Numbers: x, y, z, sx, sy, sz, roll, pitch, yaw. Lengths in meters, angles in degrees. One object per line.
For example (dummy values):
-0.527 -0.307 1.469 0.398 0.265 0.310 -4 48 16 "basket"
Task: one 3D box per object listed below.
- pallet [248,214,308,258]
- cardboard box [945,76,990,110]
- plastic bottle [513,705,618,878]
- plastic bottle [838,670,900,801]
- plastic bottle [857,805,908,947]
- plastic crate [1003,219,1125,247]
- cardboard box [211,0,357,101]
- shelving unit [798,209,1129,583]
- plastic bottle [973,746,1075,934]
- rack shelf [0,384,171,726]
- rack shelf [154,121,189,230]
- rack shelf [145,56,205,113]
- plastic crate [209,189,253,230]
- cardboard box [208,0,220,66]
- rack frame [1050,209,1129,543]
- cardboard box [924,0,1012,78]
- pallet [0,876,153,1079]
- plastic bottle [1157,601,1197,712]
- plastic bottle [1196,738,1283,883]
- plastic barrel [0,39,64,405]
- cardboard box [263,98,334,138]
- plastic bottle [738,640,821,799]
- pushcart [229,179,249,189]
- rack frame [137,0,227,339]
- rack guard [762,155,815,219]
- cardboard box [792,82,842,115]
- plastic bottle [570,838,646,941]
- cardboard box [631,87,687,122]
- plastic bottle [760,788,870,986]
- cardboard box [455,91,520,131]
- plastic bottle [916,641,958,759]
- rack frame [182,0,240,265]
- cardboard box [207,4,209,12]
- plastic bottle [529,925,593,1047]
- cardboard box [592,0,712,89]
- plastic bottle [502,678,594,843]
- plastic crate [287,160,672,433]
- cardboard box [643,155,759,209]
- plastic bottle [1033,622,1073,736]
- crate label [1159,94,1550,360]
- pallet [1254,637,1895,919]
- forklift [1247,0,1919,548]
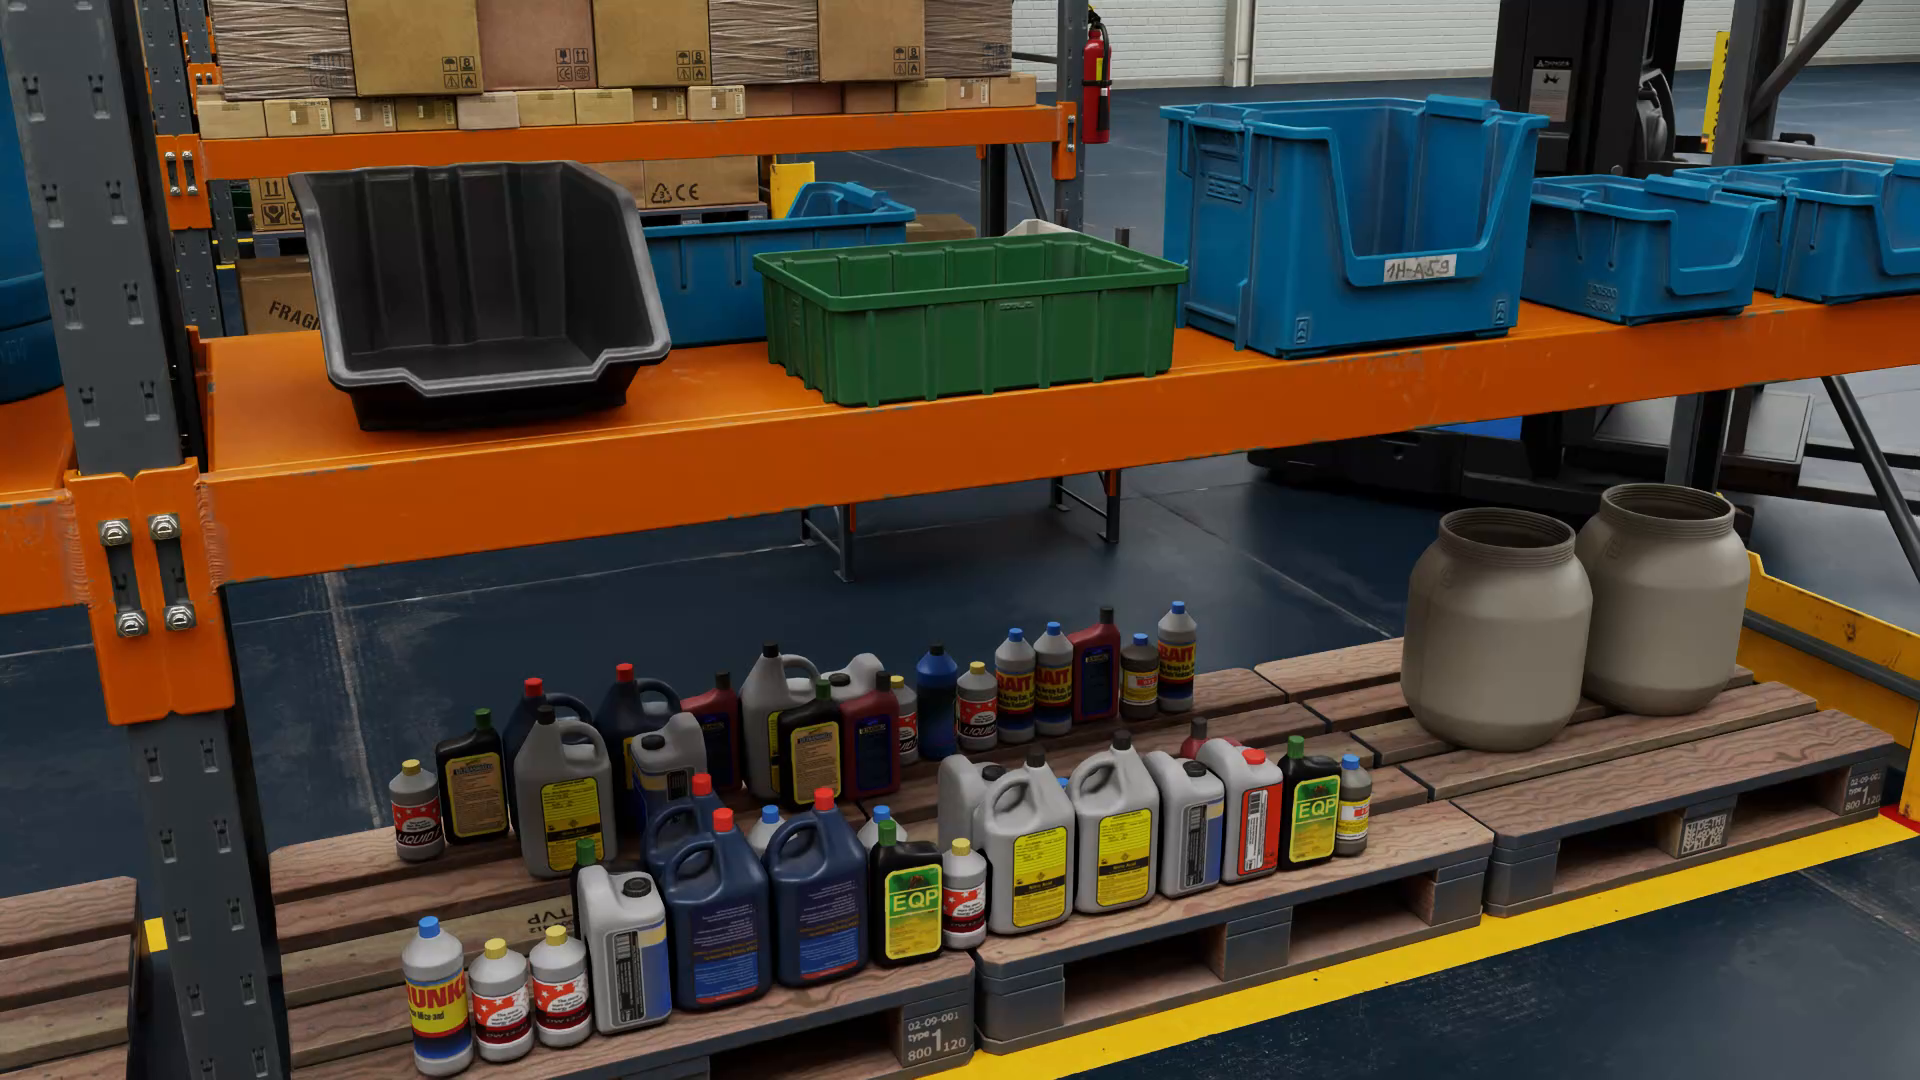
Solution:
-4.451 -2.210 11.980 1.213 0.211 1.003 -8 21 -22 "pallet"
-0.045 -2.198 8.125 0.250 0.149 0.380 -8 21 -22 "cardboard box"
-0.812 0.501 3.410 0.185 0.351 0.144 -8 21 -22 "plastic bottle"
-0.203 0.433 3.703 0.133 0.283 0.061 -8 21 -22 "plastic bottle"
-0.147 0.632 3.157 0.097 0.271 0.097 0 19 0 "plastic bottle"
0.045 -0.579 3.547 0.437 0.136 0.530 -8 21 -22 "plastic crate"
-2.870 -2.151 7.016 0.500 0.500 0.875 -8 21 -22 "cardboard box"
-0.006 -0.530 5.833 1.048 1.125 0.538 -8 21 -22 "shelving unit"
0.123 0.569 3.216 0.185 0.351 0.144 -8 21 -22 "plastic bottle"
-3.182 0.190 2.050 4.000 0.370 1.077 -8 21 -22 "rack shelf"
-5.144 -1.321 6.339 4.000 0.370 1.077 -8 21 -22 "rack shelf"
-7.016 -2.846 10.673 4.000 0.370 1.077 -8 21 -22 "rack shelf"
-5.539 -2.572 12.958 0.662 0.188 0.450 2 30 6 "plastic crate"
-4.846 -3.572 11.424 0.550 0.550 0.875 -8 21 -22 "cardboard box"
0.461 -0.597 6.023 0.032 1.125 0.500 -8 21 -22 "rack frame"
-0.151 -2.573 8.214 0.500 0.500 0.875 -8 21 -22 "cardboard box"
-2.052 1.018 2.813 1.213 0.211 1.003 -8 21 -22 "pallet"
0.539 0.284 4.144 0.097 0.271 0.097 0 19 0 "plastic bottle"
0.572 0.539 3.415 0.135 0.276 0.152 -8 21 -22 "plastic bottle"
-1.821 -0.691 2.712 0.708 0.901 0.600 -8 21 -22 "plastic barrel"
-2.757 -1.770 6.911 0.250 0.149 0.380 -8 21 -22 "cardboard box"
-0.396 0.389 3.727 0.185 0.351 0.144 -8 21 -22 "plastic bottle"
-6.284 -3.019 14.029 0.936 0.377 1.648 -17 26 -40 "pushcart"
-3.308 -1.923 6.967 0.127 3.000 1.000 -8 21 -22 "rack frame"
-1.485 -2.799 13.219 0.348 0.500 1.175 -8 21 -22 "rack guard"
-0.736 -2.101 7.850 0.250 0.149 0.380 -8 21 -22 "cardboard box"
-0.636 0.670 3.031 0.133 0.283 0.061 -8 21 -22 "plastic bottle"
-1.408 -1.989 7.533 0.250 0.149 0.380 -8 21 -22 "cardboard box"
-0.267 0.625 3.057 0.185 0.351 0.144 -9 21 -24 "plastic bottle"
-2.066 -1.867 7.187 0.250 0.149 0.380 -8 21 -22 "cardboard box"
-0.054 0.369 3.903 0.097 0.271 0.097 0 19 0 "plastic bottle"
-5.180 -3.449 11.301 0.127 3.000 1.000 -8 21 -22 "rack frame"
-6.924 -5.267 15.865 0.500 0.500 0.500 -9 21 -23 "cardboard box"
-0.693 0.765 2.884 0.097 0.201 0.097 0 19 0 "plastic bottle"
-1.502 -2.356 7.597 0.500 0.500 0.875 -8 21 -22 "cardboard box"
-0.869 0.457 3.534 0.185 0.351 0.144 -9 21 -23 "plastic bottle"
-0.815 -0.413 2.773 0.504 0.338 0.767 -8 21 -22 "plastic crate"
-2.103 -3.062 12.768 0.875 0.875 0.875 -8 21 -22 "cardboard box"
0.224 0.329 4.016 0.097 0.271 0.097 0 19 0 "plastic bottle"
0.744 -0.631 3.244 0.616 0.435 0.502 -8 21 -22 "crate label"
1.528 0.506 4.267 1.213 0.211 1.003 -8 21 -22 "pallet"
2.705 -1.536 5.970 3.031 2.935 1.130 10 22 26 "forklift"
